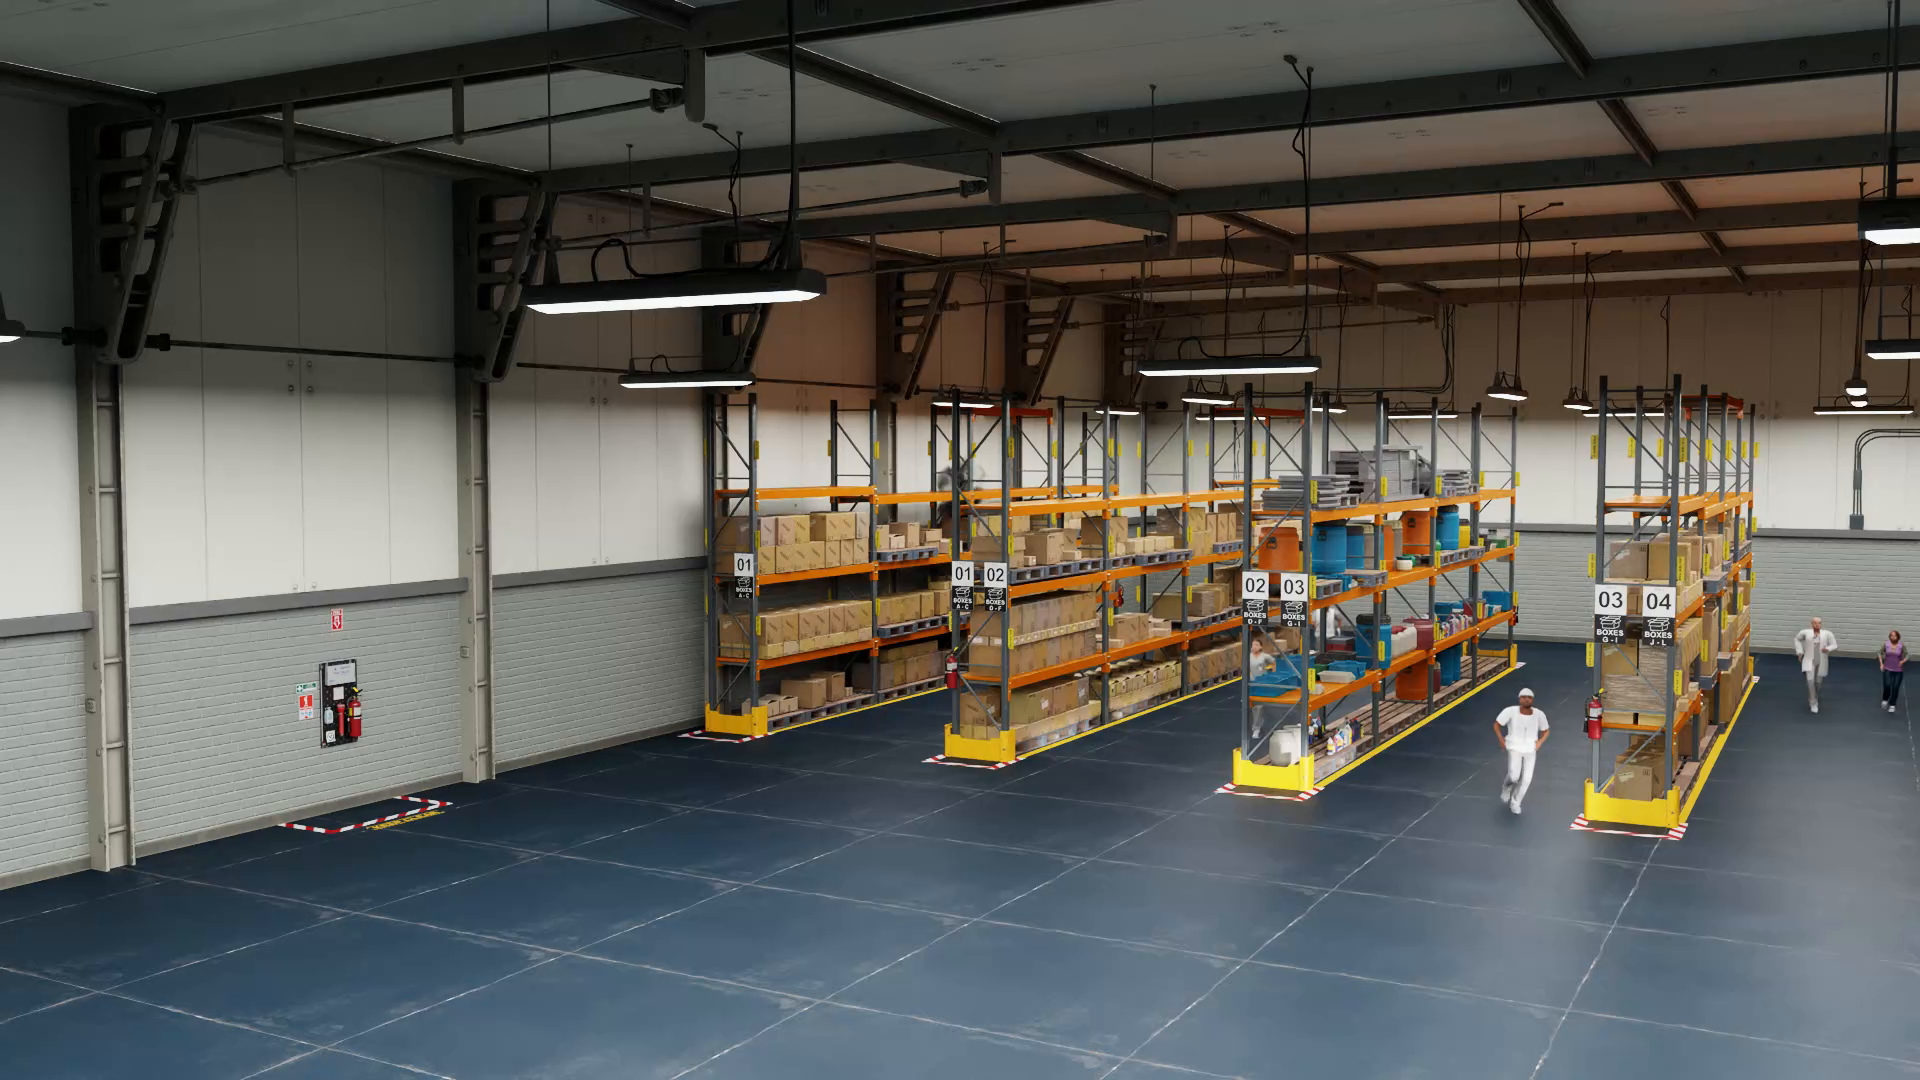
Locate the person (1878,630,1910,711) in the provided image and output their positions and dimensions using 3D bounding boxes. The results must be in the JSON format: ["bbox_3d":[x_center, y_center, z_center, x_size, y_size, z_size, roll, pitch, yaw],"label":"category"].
[{"bbox_3d":[17.798,2.509,31.708,0.540,1.554,0.587,2,4,29],"label":"person"}]

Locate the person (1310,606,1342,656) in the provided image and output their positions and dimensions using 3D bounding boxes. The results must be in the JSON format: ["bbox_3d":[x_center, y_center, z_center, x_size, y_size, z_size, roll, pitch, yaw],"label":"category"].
[{"bbox_3d":[7.942,2.124,36.221,0.680,1.778,0.984,1,3,19],"label":"person"}]

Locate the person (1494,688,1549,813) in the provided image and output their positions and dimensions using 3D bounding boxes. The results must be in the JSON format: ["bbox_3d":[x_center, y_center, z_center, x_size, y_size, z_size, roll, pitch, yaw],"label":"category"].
[{"bbox_3d":[7.791,2.905,23.024,0.735,1.723,0.549,0,3,8],"label":"person"}]

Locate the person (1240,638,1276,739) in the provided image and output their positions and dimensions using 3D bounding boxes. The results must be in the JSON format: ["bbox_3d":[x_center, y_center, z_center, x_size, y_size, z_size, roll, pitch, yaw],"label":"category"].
[{"bbox_3d":[5.215,2.577,29.178,0.566,1.721,0.831,2,3,27],"label":"person"}]

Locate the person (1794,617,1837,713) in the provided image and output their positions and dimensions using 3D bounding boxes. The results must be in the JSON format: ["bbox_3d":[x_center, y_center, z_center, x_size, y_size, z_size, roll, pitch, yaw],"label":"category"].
[{"bbox_3d":[16.498,2.391,32.064,0.725,1.821,0.969,1,3,20],"label":"person"}]
